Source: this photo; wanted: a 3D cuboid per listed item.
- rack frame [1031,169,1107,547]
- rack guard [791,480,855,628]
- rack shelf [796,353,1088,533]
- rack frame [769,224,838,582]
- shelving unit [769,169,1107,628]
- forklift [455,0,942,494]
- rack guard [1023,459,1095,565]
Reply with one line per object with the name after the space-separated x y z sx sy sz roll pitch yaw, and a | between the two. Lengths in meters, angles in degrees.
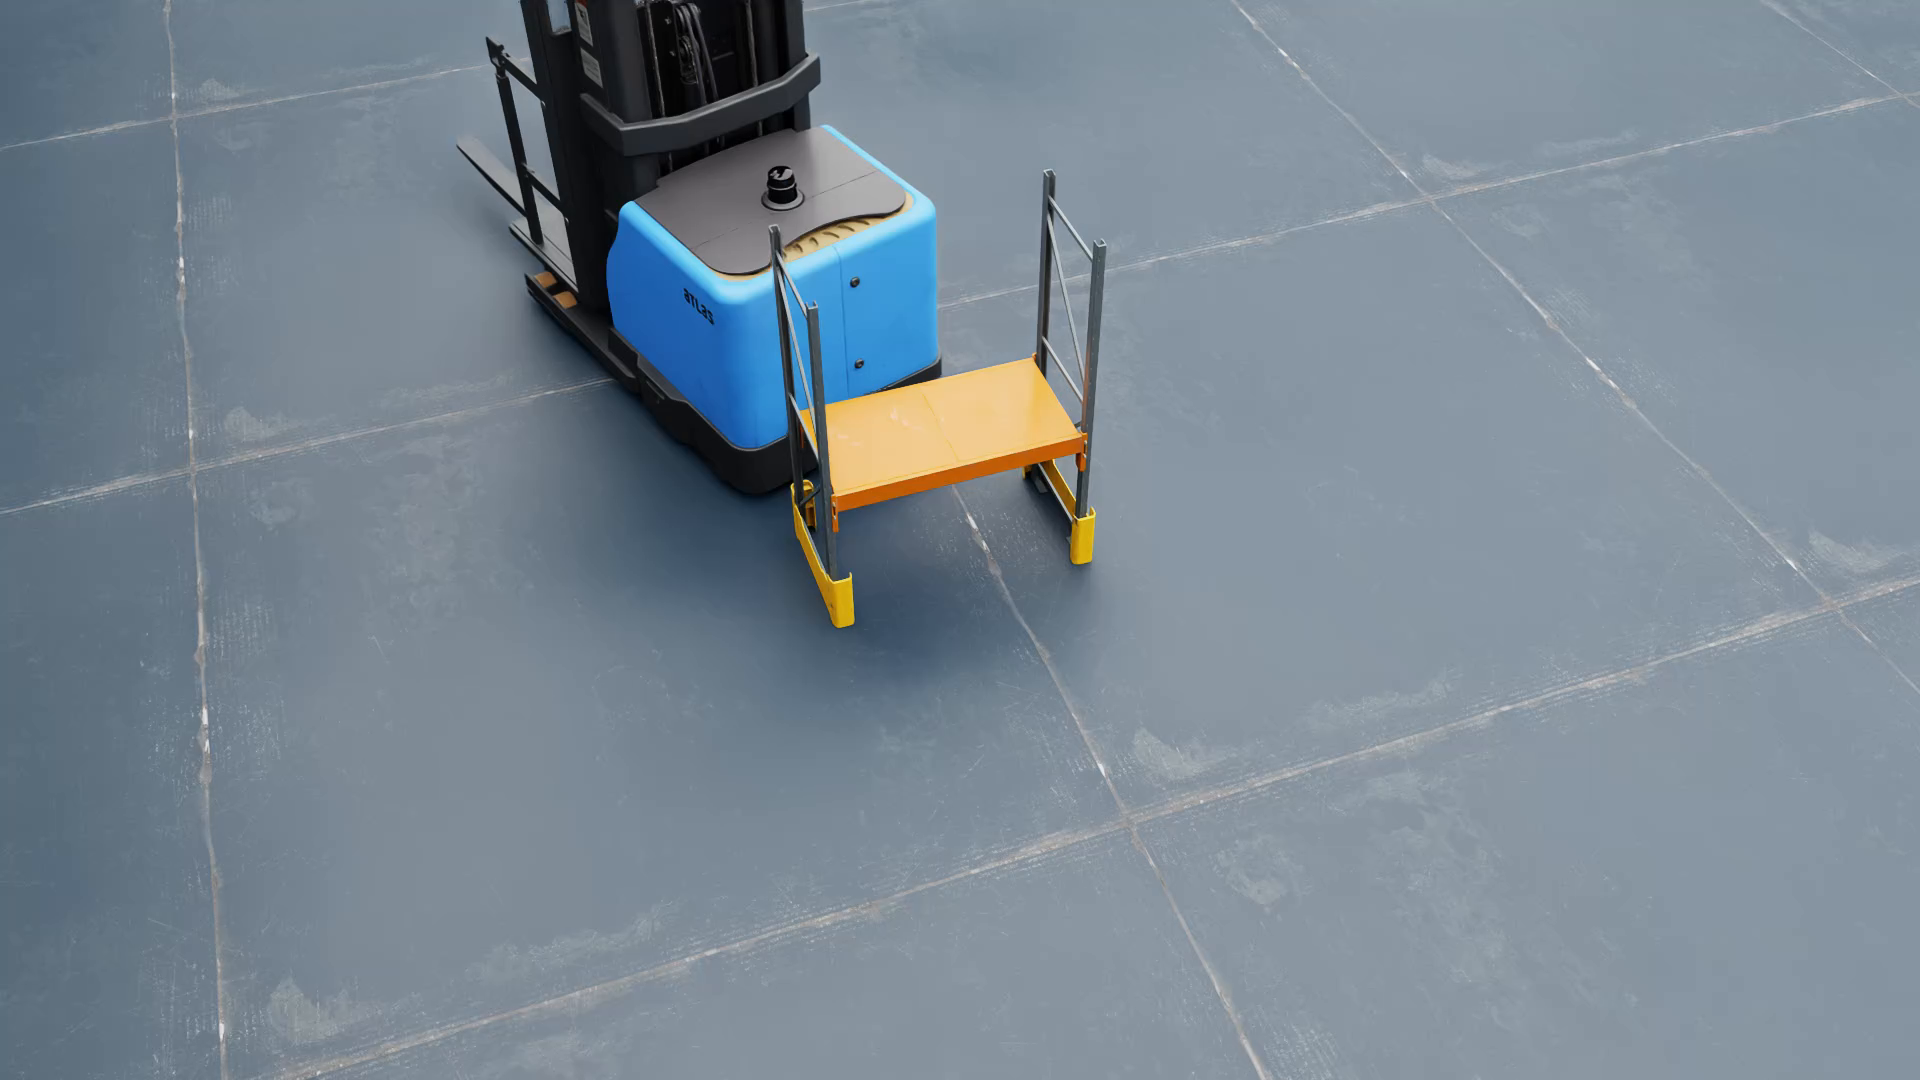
0.398 -0.631 6.320 0.032 1.500 0.500 -14 47 -14 | rack frame
-0.540 0.050 6.524 0.087 0.250 0.587 -14 47 -14 | rack guard
-0.080 -0.382 6.326 1.000 0.185 0.538 -14 47 -14 | rack shelf
-0.558 -0.387 6.076 0.032 1.500 0.500 -14 47 -14 | rack frame
-0.072 -0.511 6.201 1.083 1.500 0.587 -14 47 -14 | shelving unit
-1.379 -2.216 6.889 1.130 2.935 3.031 -29 52 -26 | forklift
0.397 -0.190 6.763 0.087 0.250 0.587 -14 47 -14 | rack guard
